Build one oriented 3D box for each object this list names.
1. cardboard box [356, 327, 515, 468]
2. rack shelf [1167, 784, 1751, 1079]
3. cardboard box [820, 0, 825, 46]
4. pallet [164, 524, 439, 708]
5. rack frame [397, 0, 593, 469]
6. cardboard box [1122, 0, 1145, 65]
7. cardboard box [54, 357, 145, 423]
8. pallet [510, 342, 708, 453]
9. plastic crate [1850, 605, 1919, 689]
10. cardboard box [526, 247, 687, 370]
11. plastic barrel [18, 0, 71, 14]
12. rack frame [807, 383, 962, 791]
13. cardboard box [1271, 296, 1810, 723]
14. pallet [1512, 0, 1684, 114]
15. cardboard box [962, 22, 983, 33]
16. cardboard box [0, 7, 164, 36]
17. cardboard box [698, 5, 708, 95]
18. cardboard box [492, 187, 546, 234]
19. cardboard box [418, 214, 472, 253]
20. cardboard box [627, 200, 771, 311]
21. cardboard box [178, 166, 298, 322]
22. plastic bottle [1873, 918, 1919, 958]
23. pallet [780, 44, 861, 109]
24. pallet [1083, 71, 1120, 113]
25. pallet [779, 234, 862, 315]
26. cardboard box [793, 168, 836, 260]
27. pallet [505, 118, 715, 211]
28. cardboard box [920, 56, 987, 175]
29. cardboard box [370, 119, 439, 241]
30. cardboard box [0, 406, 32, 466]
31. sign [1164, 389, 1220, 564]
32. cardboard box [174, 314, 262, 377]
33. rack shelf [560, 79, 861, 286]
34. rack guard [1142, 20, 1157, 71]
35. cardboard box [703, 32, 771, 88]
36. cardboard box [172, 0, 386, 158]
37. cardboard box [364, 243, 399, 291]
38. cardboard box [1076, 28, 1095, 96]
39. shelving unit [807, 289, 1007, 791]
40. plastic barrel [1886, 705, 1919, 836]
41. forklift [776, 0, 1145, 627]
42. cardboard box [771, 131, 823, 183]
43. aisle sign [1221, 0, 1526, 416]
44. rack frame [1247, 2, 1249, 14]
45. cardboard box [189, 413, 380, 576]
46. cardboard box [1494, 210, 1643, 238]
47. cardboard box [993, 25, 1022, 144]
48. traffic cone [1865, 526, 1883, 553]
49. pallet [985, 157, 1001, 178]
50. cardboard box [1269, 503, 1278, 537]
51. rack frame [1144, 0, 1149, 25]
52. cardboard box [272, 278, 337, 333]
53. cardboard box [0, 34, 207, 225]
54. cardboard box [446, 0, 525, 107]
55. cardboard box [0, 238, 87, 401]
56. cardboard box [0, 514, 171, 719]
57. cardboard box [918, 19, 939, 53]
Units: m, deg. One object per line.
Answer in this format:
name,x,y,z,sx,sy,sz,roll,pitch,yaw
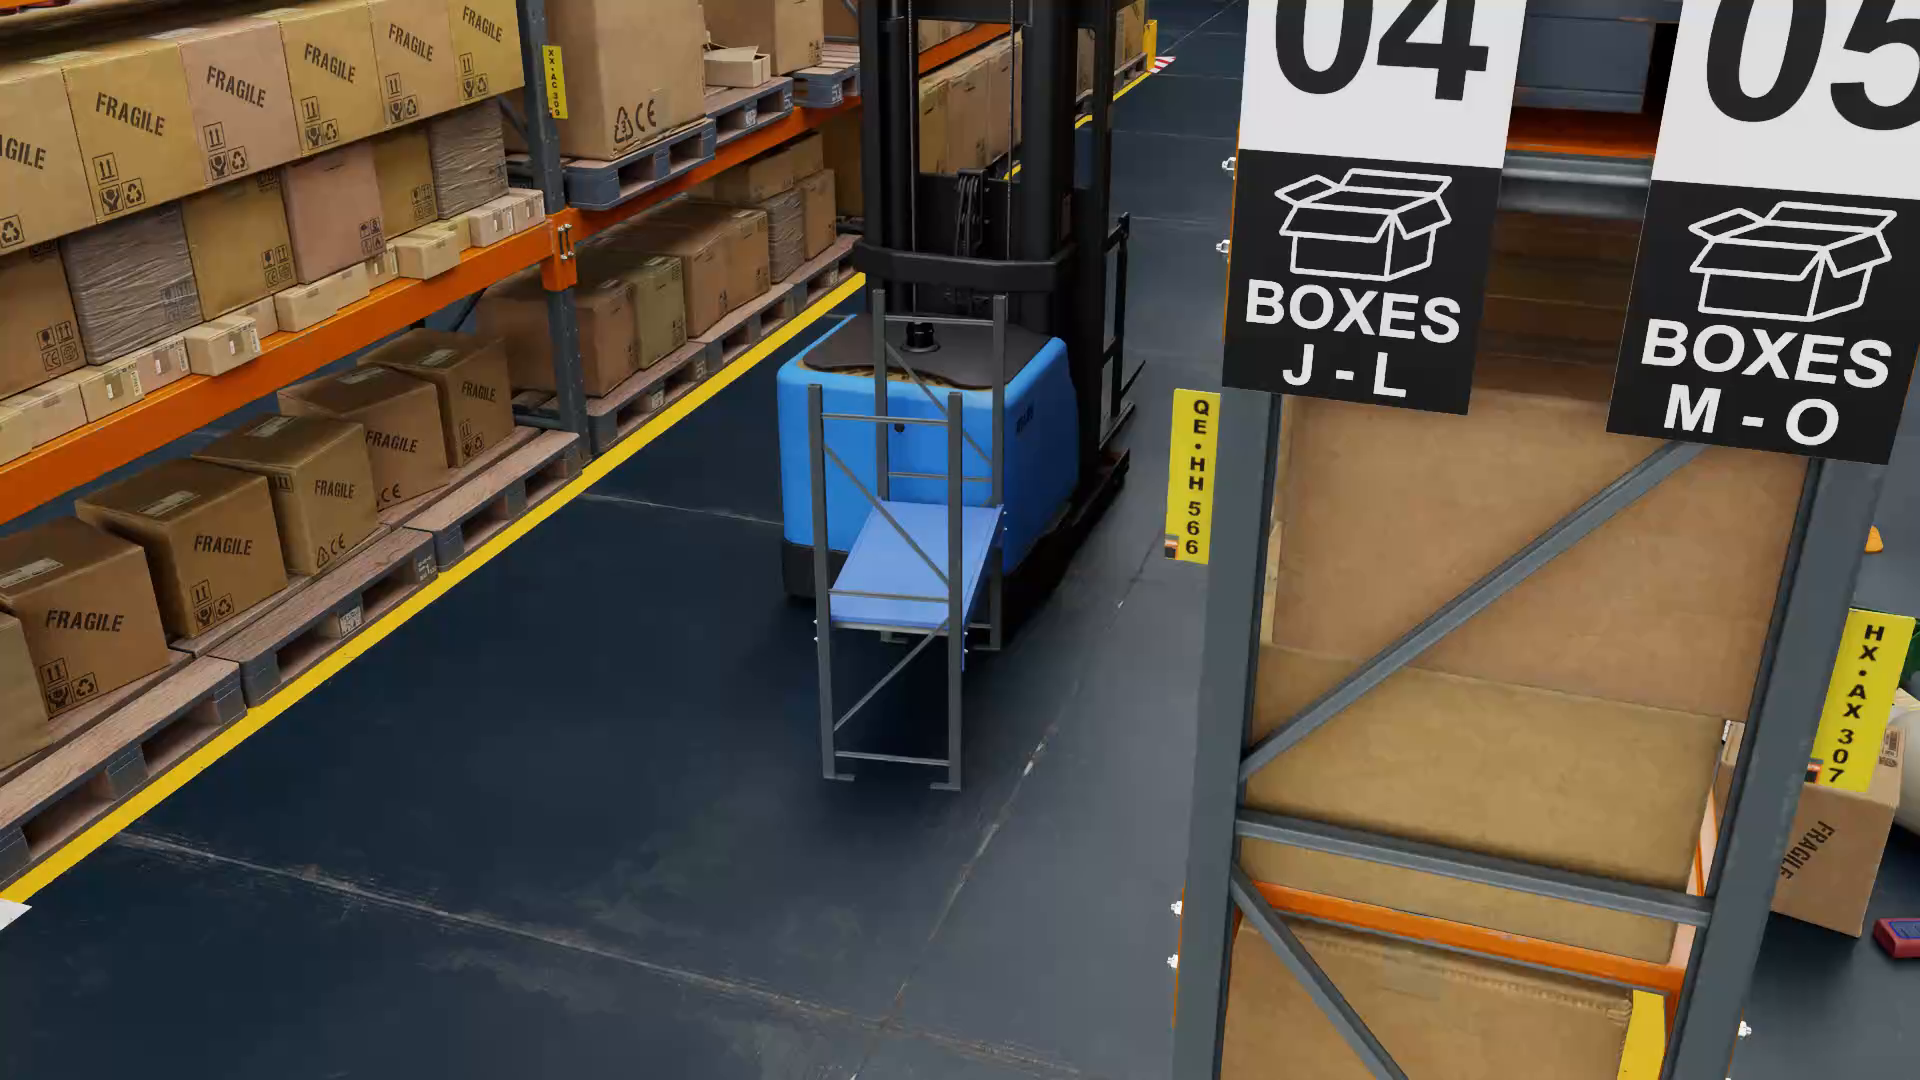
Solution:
cardboard box,-2.559,-0.706,8.152,0.500,0.500,0.500,8,27,16
rack shelf,1.590,0.106,4.914,1.077,0.370,4.000,9,27,17
cardboard box,-1.199,-3.450,10.838,0.500,0.500,0.500,5,26,11
pallet,-2.982,0.239,7.014,1.003,0.211,1.213,9,27,17
rack frame,-2.388,-1.800,8.026,1.000,3.000,0.127,9,27,17
cardboard box,1.468,-5.690,18.016,0.875,0.875,0.875,9,27,17
cardboard box,-3.047,-0.534,5.699,0.380,0.149,0.250,9,27,17
pallet,-2.130,-0.865,9.295,1.003,0.211,1.213,9,27,17
plastic crate,3.433,0.462,6.515,0.662,0.188,0.450,-20,23,-36
cardboard box,-1.987,-1.316,9.389,0.700,0.500,0.500,9,27,17
plastic barrel,-6.145,-3.420,11.216,0.433,0.535,0.433,0,26,0
rack frame,-0.241,0.194,5.629,0.500,1.500,0.032,4,26,8
cardboard box,1.085,-0.096,3.095,0.875,0.550,0.550,9,27,17
pallet,1.162,-1.012,3.058,1.003,0.211,1.213,9,27,17
cardboard box,-0.133,-4.278,13.028,0.500,0.500,0.500,9,27,18
cardboard box,-3.265,-1.663,6.139,0.500,0.500,0.500,9,27,17
cardboard box,-1.898,-2.762,9.411,0.797,0.503,0.637,12,28,23
cardboard box,-2.182,-1.556,7.810,0.380,0.149,0.250,9,27,17
cardboard box,-2.414,-1.361,7.407,0.380,0.149,0.250,9,27,17
cardboard box,-1.615,-1.775,10.338,0.700,0.500,0.500,11,28,22
cardboard box,-3.072,-1.183,6.296,0.875,0.500,0.500,9,27,17
plastic bottle,2.999,1.229,5.141,0.283,0.061,0.133,0,26,-1
pallet,-1.193,-3.049,10.826,1.213,0.211,1.003,9,27,17
pallet,1.006,-4.637,17.085,1.003,0.211,1.213,9,27,17
pallet,-1.318,-1.868,11.366,1.003,0.211,1.213,9,27,17
cardboard box,-1.261,-2.239,11.295,0.700,0.500,0.500,7,27,15
pallet,-1.996,-2.007,8.673,1.003,0.211,1.213,9,27,17
cardboard box,-0.504,-3.323,13.126,1.225,0.875,0.875,9,27,18
cardboard box,-2.795,-1.603,7.162,0.875,0.500,0.500,9,27,17
cardboard box,-3.201,-0.327,5.271,0.380,0.149,0.250,9,27,17
sign,0.418,-0.108,2.930,0.100,0.325,0.005,9,27,17
cardboard box,-2.809,-0.728,6.100,0.380,0.149,0.250,9,27,17
rack shelf,-1.722,-2.298,9.880,1.077,0.370,4.000,9,27,17
rack guard,1.614,-5.616,18.776,1.175,0.500,0.348,9,27,17
cardboard box,-1.357,-2.848,9.863,0.396,0.266,0.258,8,27,16
cardboard box,-2.610,-1.793,6.408,0.500,0.500,0.500,9,27,17
cardboard box,-2.600,-1.158,6.989,0.380,0.149,0.250,9,27,17
cardboard box,0.869,-4.950,16.488,0.875,0.875,0.875,9,27,17
shelving unit,-0.160,-0.025,6.080,0.538,1.500,1.048,4,26,8
plastic barrel,3.325,0.809,5.594,0.421,0.421,0.512,-14,29,-27
forklift,0.213,-1.578,7.645,1.130,2.935,3.031,9,27,18
cardboard box,-1.251,-2.575,11.129,0.500,0.250,0.500,10,28,20
aisle sign,0.618,-0.580,2.523,0.394,0.787,0.004,9,27,17
rack frame,0.925,-2.096,1.752,1.000,3.000,0.127,9,27,17
cardboard box,-2.875,-0.203,7.113,0.500,0.500,0.500,6,27,13
cardboard box,1.495,-0.546,4.024,0.875,0.550,0.550,9,27,17
cardboard box,0.080,-4.055,14.639,1.225,0.875,0.875,9,27,18
traffic cone,4.126,-0.230,7.694,0.336,0.463,0.334,9,27,17
pallet,-0.316,-3.002,13.707,1.003,0.211,1.213,9,27,17
cardboard box,1.168,0.149,3.829,0.875,0.550,0.550,9,27,17
rack frame,1.606,-6.732,18.211,1.000,3.000,0.127,9,27,17
cardboard box,-2.695,-0.942,6.542,0.380,0.149,0.250,9,27,17
cardboard box,-2.941,-1.382,5.559,0.500,0.500,0.500,9,27,17
cardboard box,-2.278,-2.204,7.257,0.500,0.500,0.500,9,27,17
cardboard box,-3.457,-0.780,5.463,0.875,0.500,0.500,9,27,17
cardboard box,-3.329,0.275,6.127,0.500,0.500,0.500,17,30,31
cardboard box,-0.469,-3.862,12.169,0.500,0.500,0.500,8,27,16
